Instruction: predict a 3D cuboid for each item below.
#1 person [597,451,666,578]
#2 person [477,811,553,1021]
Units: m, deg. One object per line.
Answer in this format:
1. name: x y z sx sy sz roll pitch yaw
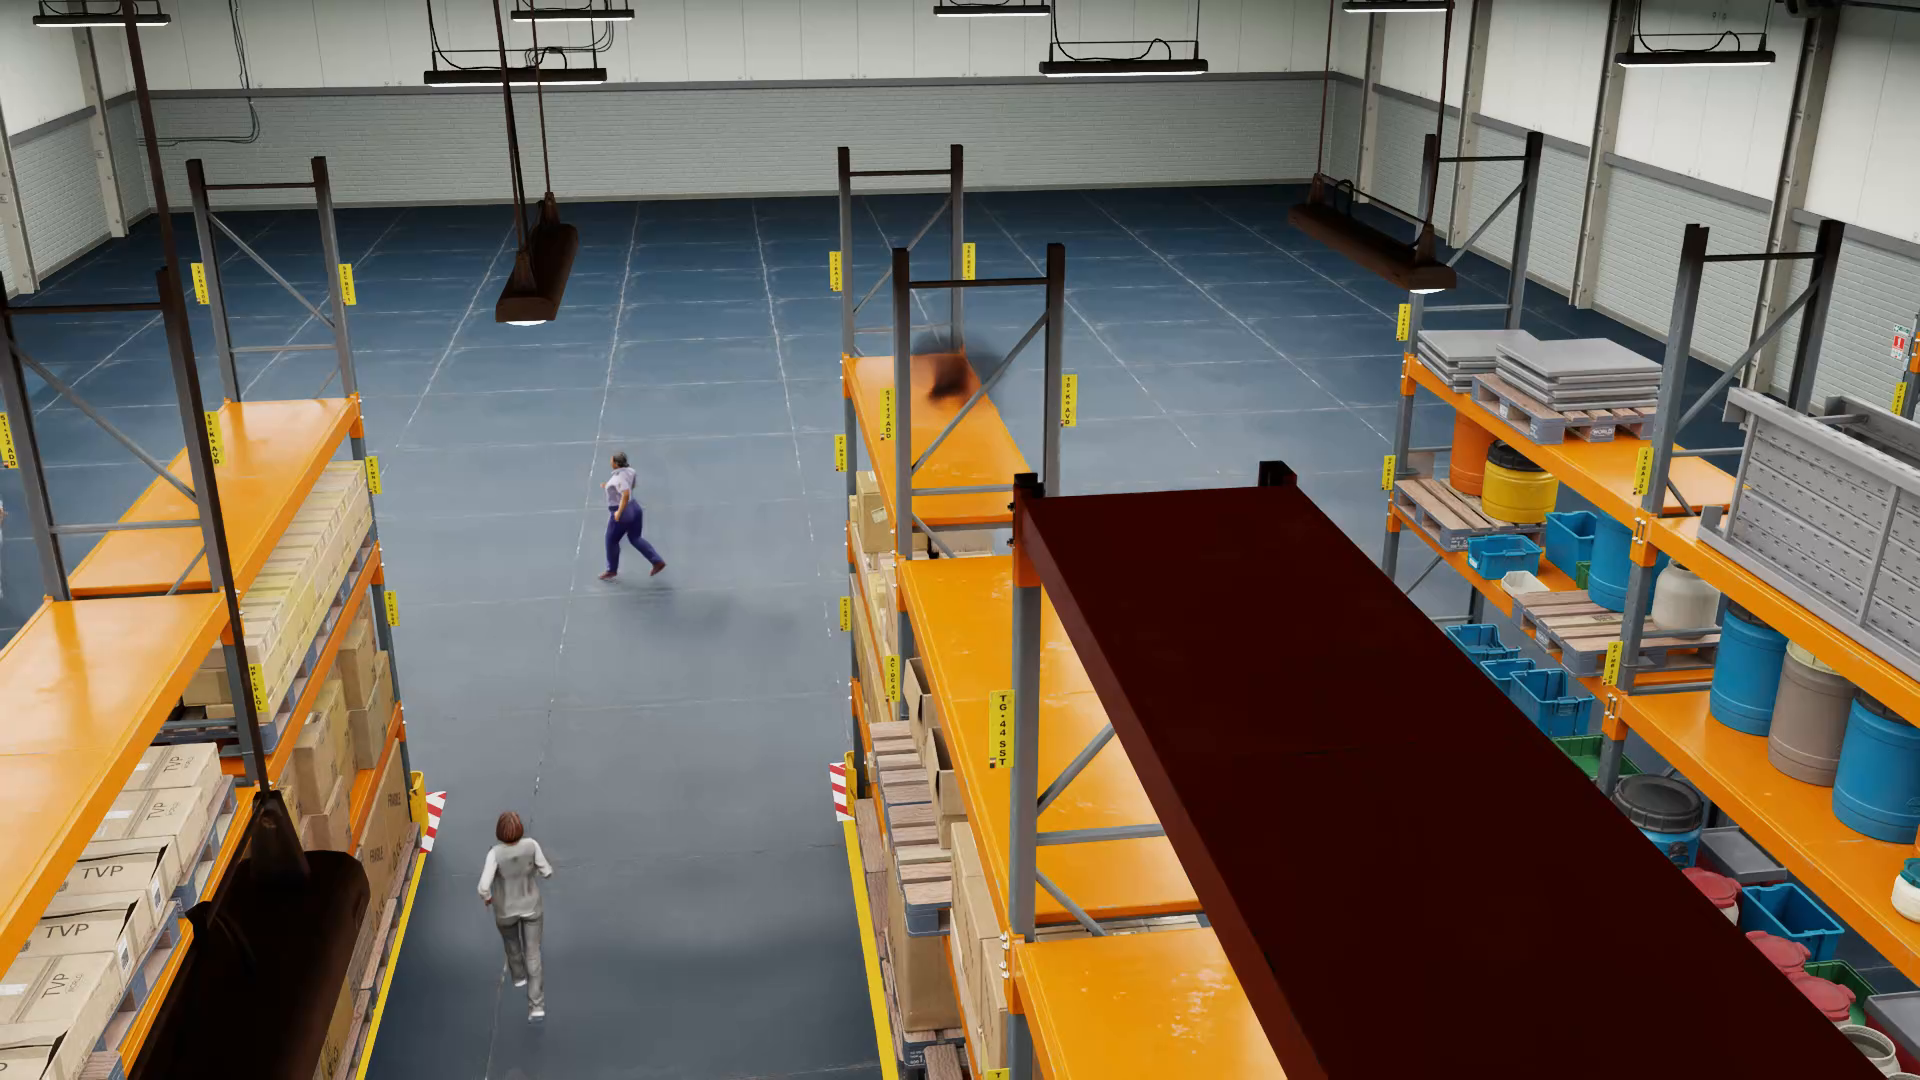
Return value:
1. person: -4.025 -0.286 20.081 0.903 1.654 0.632 8 23 18
2. person: -3.167 2.664 11.929 0.538 1.610 0.811 -8 23 -19
